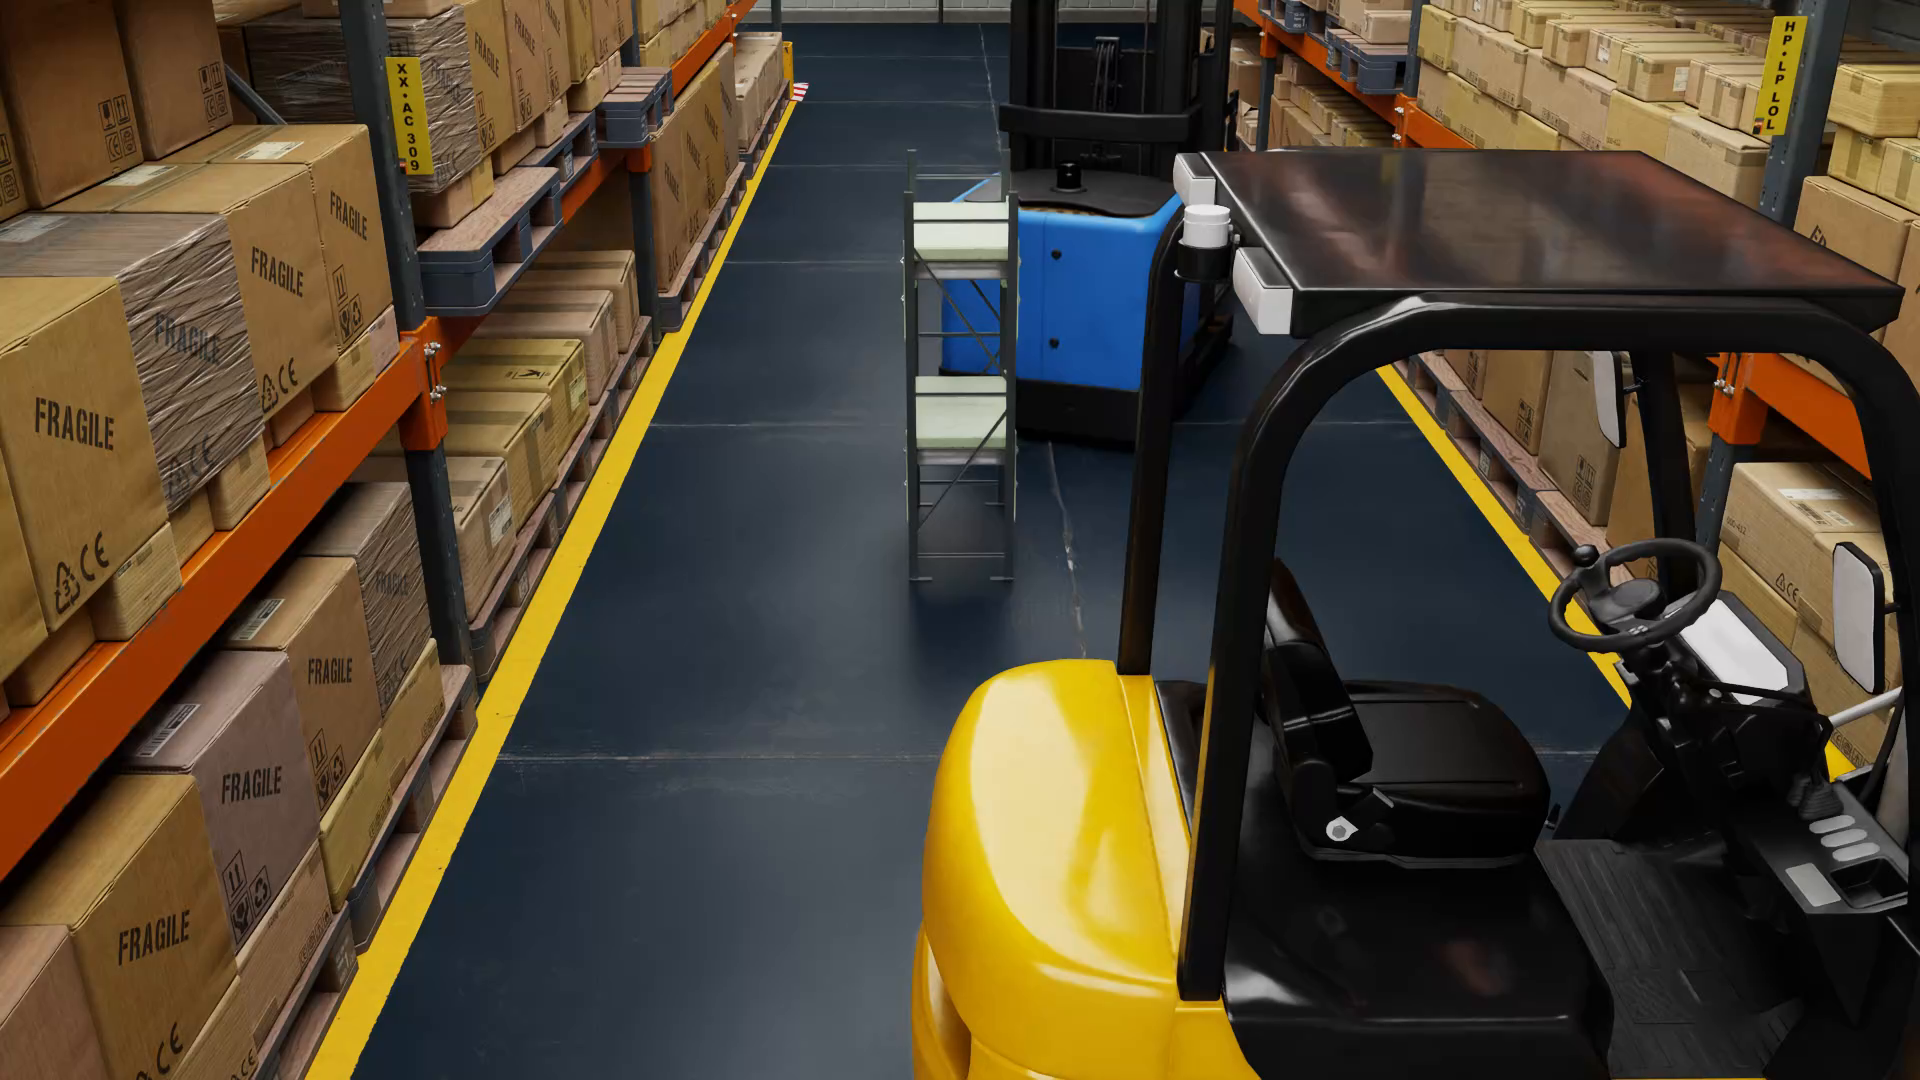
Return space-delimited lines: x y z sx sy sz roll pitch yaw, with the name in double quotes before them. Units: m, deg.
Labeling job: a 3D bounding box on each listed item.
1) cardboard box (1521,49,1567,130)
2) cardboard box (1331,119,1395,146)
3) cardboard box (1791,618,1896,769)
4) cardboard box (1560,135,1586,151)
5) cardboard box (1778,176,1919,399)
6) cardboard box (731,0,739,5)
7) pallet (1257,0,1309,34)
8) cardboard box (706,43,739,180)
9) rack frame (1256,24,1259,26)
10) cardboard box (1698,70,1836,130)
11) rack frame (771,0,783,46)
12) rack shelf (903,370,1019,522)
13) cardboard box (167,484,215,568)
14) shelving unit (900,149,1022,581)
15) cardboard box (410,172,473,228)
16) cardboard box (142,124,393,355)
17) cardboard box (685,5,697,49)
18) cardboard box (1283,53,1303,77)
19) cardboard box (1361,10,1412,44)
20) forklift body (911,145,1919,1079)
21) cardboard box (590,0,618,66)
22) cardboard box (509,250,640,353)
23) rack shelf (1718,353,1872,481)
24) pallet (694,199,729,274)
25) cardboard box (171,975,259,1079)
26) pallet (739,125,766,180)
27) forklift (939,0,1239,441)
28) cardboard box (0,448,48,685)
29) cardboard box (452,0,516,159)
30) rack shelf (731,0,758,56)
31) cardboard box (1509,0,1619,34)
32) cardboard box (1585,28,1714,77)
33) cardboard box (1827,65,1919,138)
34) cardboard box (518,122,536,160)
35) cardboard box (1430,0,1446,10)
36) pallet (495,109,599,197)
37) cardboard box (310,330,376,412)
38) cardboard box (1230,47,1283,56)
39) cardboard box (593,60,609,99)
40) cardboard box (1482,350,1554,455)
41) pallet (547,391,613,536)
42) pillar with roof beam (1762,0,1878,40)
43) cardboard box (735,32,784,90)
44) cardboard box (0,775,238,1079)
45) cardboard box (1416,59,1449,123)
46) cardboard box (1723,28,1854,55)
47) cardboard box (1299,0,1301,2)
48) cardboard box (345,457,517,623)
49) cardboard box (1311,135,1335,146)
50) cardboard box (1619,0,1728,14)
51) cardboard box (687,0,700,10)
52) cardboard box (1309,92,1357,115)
"cardboard box" 2.598 -1.815 6.697 0.500 0.250 0.500 0 24 0
"cardboard box" 2.570 -2.568 10.525 0.380 0.149 0.250 -1 24 -3
"cardboard box" 2.562 0.419 4.405 0.500 0.250 0.500 0 24 -1
"cardboard box" 2.605 -1.373 6.329 0.500 0.250 0.500 0 24 0
"cardboard box" 2.602 -0.685 4.503 0.500 0.500 0.500 -1 24 -2
"cardboard box" -1.936 -4.336 12.576 0.500 0.500 0.500 1 24 1
"pallet" 2.671 -3.703 11.530 1.003 0.211 1.213 0 24 -1
"cardboard box" -2.105 -3.064 11.954 0.875 0.875 0.875 0 24 1
"rack frame" 2.727 -5.768 15.863 1.000 3.000 0.127 0 24 -1
"cardboard box" 2.612 -1.410 5.320 0.380 0.149 0.250 -1 24 -1
"rack frame" -2.236 -5.744 15.811 1.000 3.000 0.127 0 24 -1
"rack shelf" 0.000 -0.384 6.569 0.431 0.370 0.720 0 24 -1
"cardboard box" -1.809 -0.030 3.481 0.380 0.149 0.250 -1 24 -1
"shelving unit" 0.000 -0.681 6.435 0.431 1.500 0.755 0 24 -1
"cardboard box" -1.795 -1.106 5.350 0.380 0.149 0.250 0 24 0
"cardboard box" -1.851 -0.799 4.393 0.500 0.500 0.500 -1 24 -2
"cardboard box" -1.934 -3.213 10.397 0.500 0.250 0.500 0 24 -1
"cardboard box" 2.570 -3.455 12.124 0.380 0.149 0.250 -1 24 -1
"cardboard box" 2.424 -2.817 9.135 0.380 0.149 0.250 0 24 0
"forklift body" 1.057 0.438 3.170 2.313 2.155 1.214 0 24 -1
"cardboard box" -1.849 -2.421 7.471 0.500 0.500 0.500 -1 24 -1
"cardboard box" -2.152 -1.209 8.462 0.950 0.372 0.625 -2 24 -4
"rack shelf" 2.880 0.329 3.256 1.077 0.370 4.000 0 24 -1
"pallet" -2.092 -2.004 10.924 1.003 0.211 1.213 0 24 -1
"cardboard box" -1.810 1.141 3.413 0.500 0.250 0.500 1 24 3
"pallet" -2.122 -3.139 13.435 1.003 0.211 1.213 0 24 -1
"forklift" 0.860 -2.367 8.427 1.130 2.935 3.031 8 26 17
"cardboard box" -1.805 0.048 2.522 0.500 0.500 0.500 -1 24 -2
"cardboard box" -1.829 -1.573 5.596 0.500 0.500 0.500 0 24 0
"rack shelf" -2.214 -4.592 14.137 1.077 0.370 4.000 0 24 -1
"cardboard box" 2.604 -2.253 7.183 0.380 0.149 0.250 0 24 0
"cardboard box" 2.589 -1.831 6.249 0.380 0.149 0.250 0 24 0
"cardboard box" 2.565 -1.167 4.421 0.380 0.149 0.250 0 24 1
"cardboard box" -1.830 -1.533 6.295 0.380 0.149 0.250 0 24 0
"cardboard box" 2.524 -2.680 8.127 0.380 0.149 0.250 0 24 1
"pallet" -2.086 -1.545 6.758 1.003 0.211 1.213 0 24 -1
"cardboard box" -1.787 -0.451 4.412 0.380 0.149 0.250 0 24 1
"cardboard box" 2.516 -3.997 14.472 0.500 0.500 0.500 0 24 0
"cardboard box" -1.792 -2.073 7.489 0.380 0.149 0.250 -1 24 -3
"cardboard box" 2.830 -0.777 7.200 0.875 0.625 0.625 -1 24 -3
"pallet" -2.131 -0.354 7.276 1.003 0.211 1.213 0 24 -1
"pillar with roof beam" -0.575 -4.652 6.117 9.100 9.000 0.400 0 24 -1
"cardboard box" -2.129 -4.497 15.652 0.875 0.438 0.875 -1 24 -2
"cardboard box" -1.802 0.803 3.252 0.500 0.500 0.500 0 24 0
"cardboard box" 2.575 -2.219 8.199 0.500 0.250 0.500 0 24 0
"cardboard box" 3.108 -1.836 6.261 0.380 0.149 0.250 0 24 -1
"cardboard box" 2.403 -3.676 10.891 0.396 0.266 0.258 1 24 2
"cardboard box" -2.113 -0.010 5.810 0.950 0.372 0.625 0 24 0
"cardboard box" 2.568 -2.333 10.792 0.500 0.500 0.500 -1 24 -2
"cardboard box" 3.075 -2.256 7.190 0.380 0.149 0.250 0 24 -1
"cardboard box" -1.897 -3.445 10.301 0.500 0.250 0.500 0 24 0
"cardboard box" 2.620 -2.986 11.450 0.380 0.149 0.250 -1 24 -1
